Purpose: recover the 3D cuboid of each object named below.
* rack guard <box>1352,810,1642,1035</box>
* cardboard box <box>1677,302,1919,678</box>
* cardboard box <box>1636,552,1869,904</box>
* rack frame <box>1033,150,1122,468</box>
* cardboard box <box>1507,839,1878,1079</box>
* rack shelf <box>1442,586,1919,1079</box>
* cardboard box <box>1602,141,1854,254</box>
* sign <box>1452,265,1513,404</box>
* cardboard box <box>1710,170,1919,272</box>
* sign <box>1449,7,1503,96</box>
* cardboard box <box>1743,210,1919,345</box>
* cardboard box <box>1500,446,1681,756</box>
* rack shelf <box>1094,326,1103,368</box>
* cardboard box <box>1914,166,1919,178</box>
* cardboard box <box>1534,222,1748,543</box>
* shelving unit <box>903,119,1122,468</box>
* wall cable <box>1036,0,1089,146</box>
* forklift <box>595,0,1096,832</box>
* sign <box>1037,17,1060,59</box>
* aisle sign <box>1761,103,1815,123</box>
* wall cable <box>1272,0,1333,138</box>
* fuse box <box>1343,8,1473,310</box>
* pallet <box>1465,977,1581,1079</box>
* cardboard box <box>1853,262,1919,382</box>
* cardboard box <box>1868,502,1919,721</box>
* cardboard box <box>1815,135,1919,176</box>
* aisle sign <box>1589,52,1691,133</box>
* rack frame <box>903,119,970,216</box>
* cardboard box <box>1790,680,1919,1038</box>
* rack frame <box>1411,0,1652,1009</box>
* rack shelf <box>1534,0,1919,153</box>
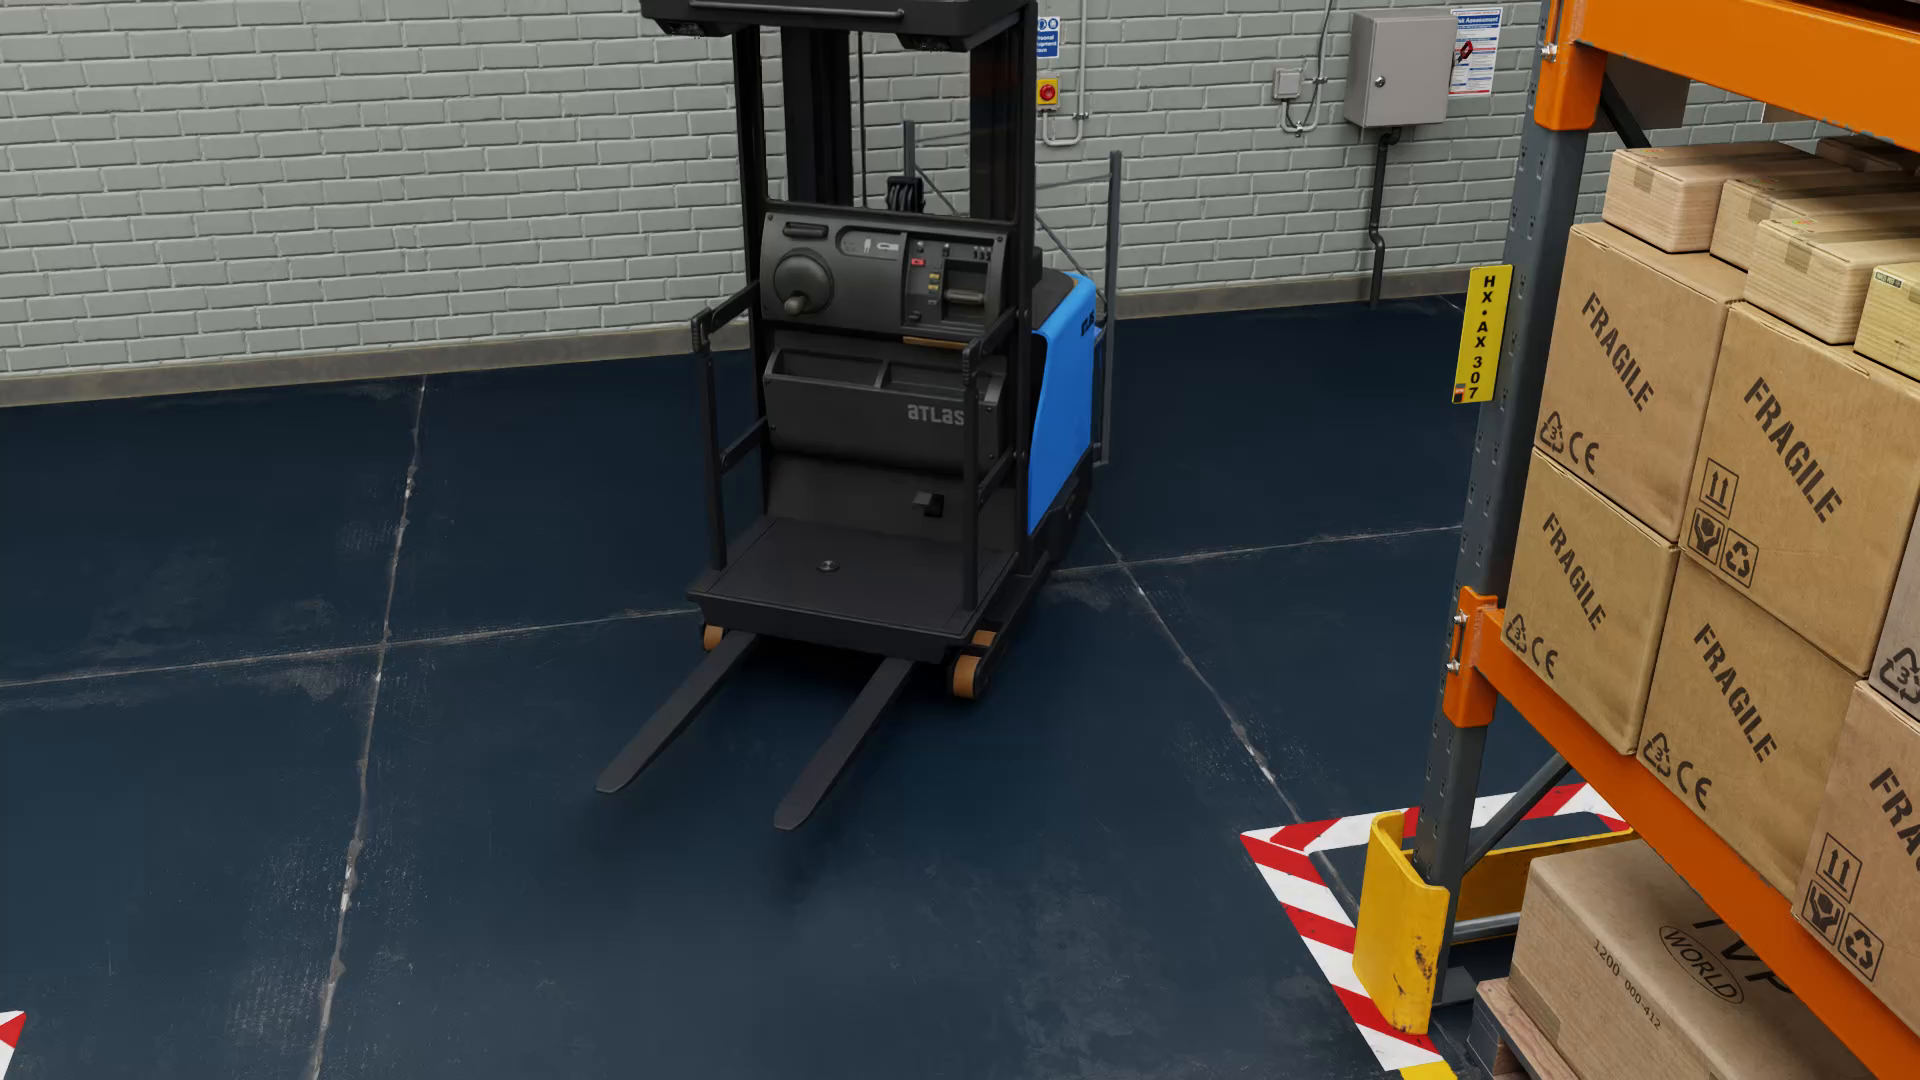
[{"bbox_3d":[1.729,1.006,4.702,1.175,0.500,0.348,-6,27,-12],"label":"rack guard"},{"bbox_3d":[1.688,-0.125,2.947,0.500,0.500,0.500,-7,28,-13],"label":"cardboard box"},{"bbox_3d":[1.704,0.315,3.186,0.500,0.500,0.500,-6,27,-12],"label":"cardboard box"},{"bbox_3d":[0.492,-0.983,7.532,0.500,1.500,0.032,-16,31,-28],"label":"rack frame"},{"bbox_3d":[1.980,1.137,4.047,0.875,0.438,0.875,-7,28,-13],"label":"cardboard box"},{"bbox_3d":[2.185,1.100,2.540,1.077,0.370,4.000,-6,27,-12],"label":"rack shelf"},{"bbox_3d":[1.544,-0.696,3.359,0.380,0.149,0.250,-5,27,-11],"label":"cardboard box"},{"bbox_3d":[1.192,-0.467,3.798,0.100,0.325,0.005,-6,27,-12],"label":"sign"},{"bbox_3d":[1.673,-0.588,3.146,0.380,0.149,0.250,-5,27,-10],"label":"cardboard box"},{"bbox_3d":[2.955,-2.820,9.614,0.329,0.494,0.001,-6,27,-12],"label":"sign"},{"bbox_3d":[1.620,-0.462,2.897,0.380,0.149,0.250,-5,27,-10],"label":"cardboard box"},{"bbox_3d":[1.563,0.096,3.620,0.500,0.500,0.500,-6,27,-12],"label":"cardboard box"},{"bbox_3d":[0.222,-1.016,7.998,0.538,0.185,1.000,-16,31,-28],"label":"rack shelf"},{"bbox_3d":[2.091,-0.634,3.236,0.380,0.149,0.250,-5,27,-11],"label":"cardboard box"},{"bbox_3d":[1.565,-0.351,3.395,0.500,0.500,0.500,-7,28,-13],"label":"cardboard box"},{"bbox_3d":[0.222,-1.177,7.917,0.538,1.500,1.048,-16,31,-28],"label":"shelving unit"},{"bbox_3d":[0.441,-3.040,8.781,0.585,1.953,0.123,-6,27,-12],"label":"wall cable"},{"bbox_3d":[-0.350,-0.927,5.834,1.130,2.935,3.031,8,28,16],"label":"forklift"},{"bbox_3d":[0.380,-2.715,9.000,0.327,0.218,0.001,-6,27,-12],"label":"sign"},{"bbox_3d":[2.020,-1.323,3.657,0.394,0.787,0.004,-6,27,-12],"label":"aisle sign"},{"bbox_3d":[1.820,-3.175,9.084,0.588,1.984,0.122,-6,27,-12],"label":"wall cable"},{"bbox_3d":[2.520,-2.146,9.603,0.539,1.711,0.414,-6,27,-12],"label":"fuse box"},{"bbox_3d":[1.991,1.489,4.066,1.003,0.211,1.213,-6,27,-12],"label":"pallet"},{"bbox_3d":[1.697,-0.349,2.671,0.380,0.149,0.250,-7,28,-13],"label":"cardboard box"},{"bbox_3d":[1.812,0.101,2.501,0.500,0.500,0.500,-6,27,-12],"label":"cardboard box"},{"bbox_3d":[2.010,-0.743,3.452,0.380,0.149,0.250,-6,27,-11],"label":"cardboard box"},{"bbox_3d":[1.435,-1.262,3.536,0.394,0.787,0.004,-6,27,-12],"label":"aisle sign"},{"bbox_3d":[-0.048,-1.371,8.301,0.500,1.500,0.032,-16,31,-28],"label":"rack frame"},{"bbox_3d":[1.801,0.540,2.740,0.500,0.500,0.500,-6,27,-12],"label":"cardboard box"},{"bbox_3d":[1.734,-0.099,4.118,1.000,3.000,0.127,-6,27,-12],"label":"rack frame"},{"bbox_3d":[2.185,-0.239,1.864,1.077,0.370,4.000,-6,27,-12],"label":"rack shelf"}]
